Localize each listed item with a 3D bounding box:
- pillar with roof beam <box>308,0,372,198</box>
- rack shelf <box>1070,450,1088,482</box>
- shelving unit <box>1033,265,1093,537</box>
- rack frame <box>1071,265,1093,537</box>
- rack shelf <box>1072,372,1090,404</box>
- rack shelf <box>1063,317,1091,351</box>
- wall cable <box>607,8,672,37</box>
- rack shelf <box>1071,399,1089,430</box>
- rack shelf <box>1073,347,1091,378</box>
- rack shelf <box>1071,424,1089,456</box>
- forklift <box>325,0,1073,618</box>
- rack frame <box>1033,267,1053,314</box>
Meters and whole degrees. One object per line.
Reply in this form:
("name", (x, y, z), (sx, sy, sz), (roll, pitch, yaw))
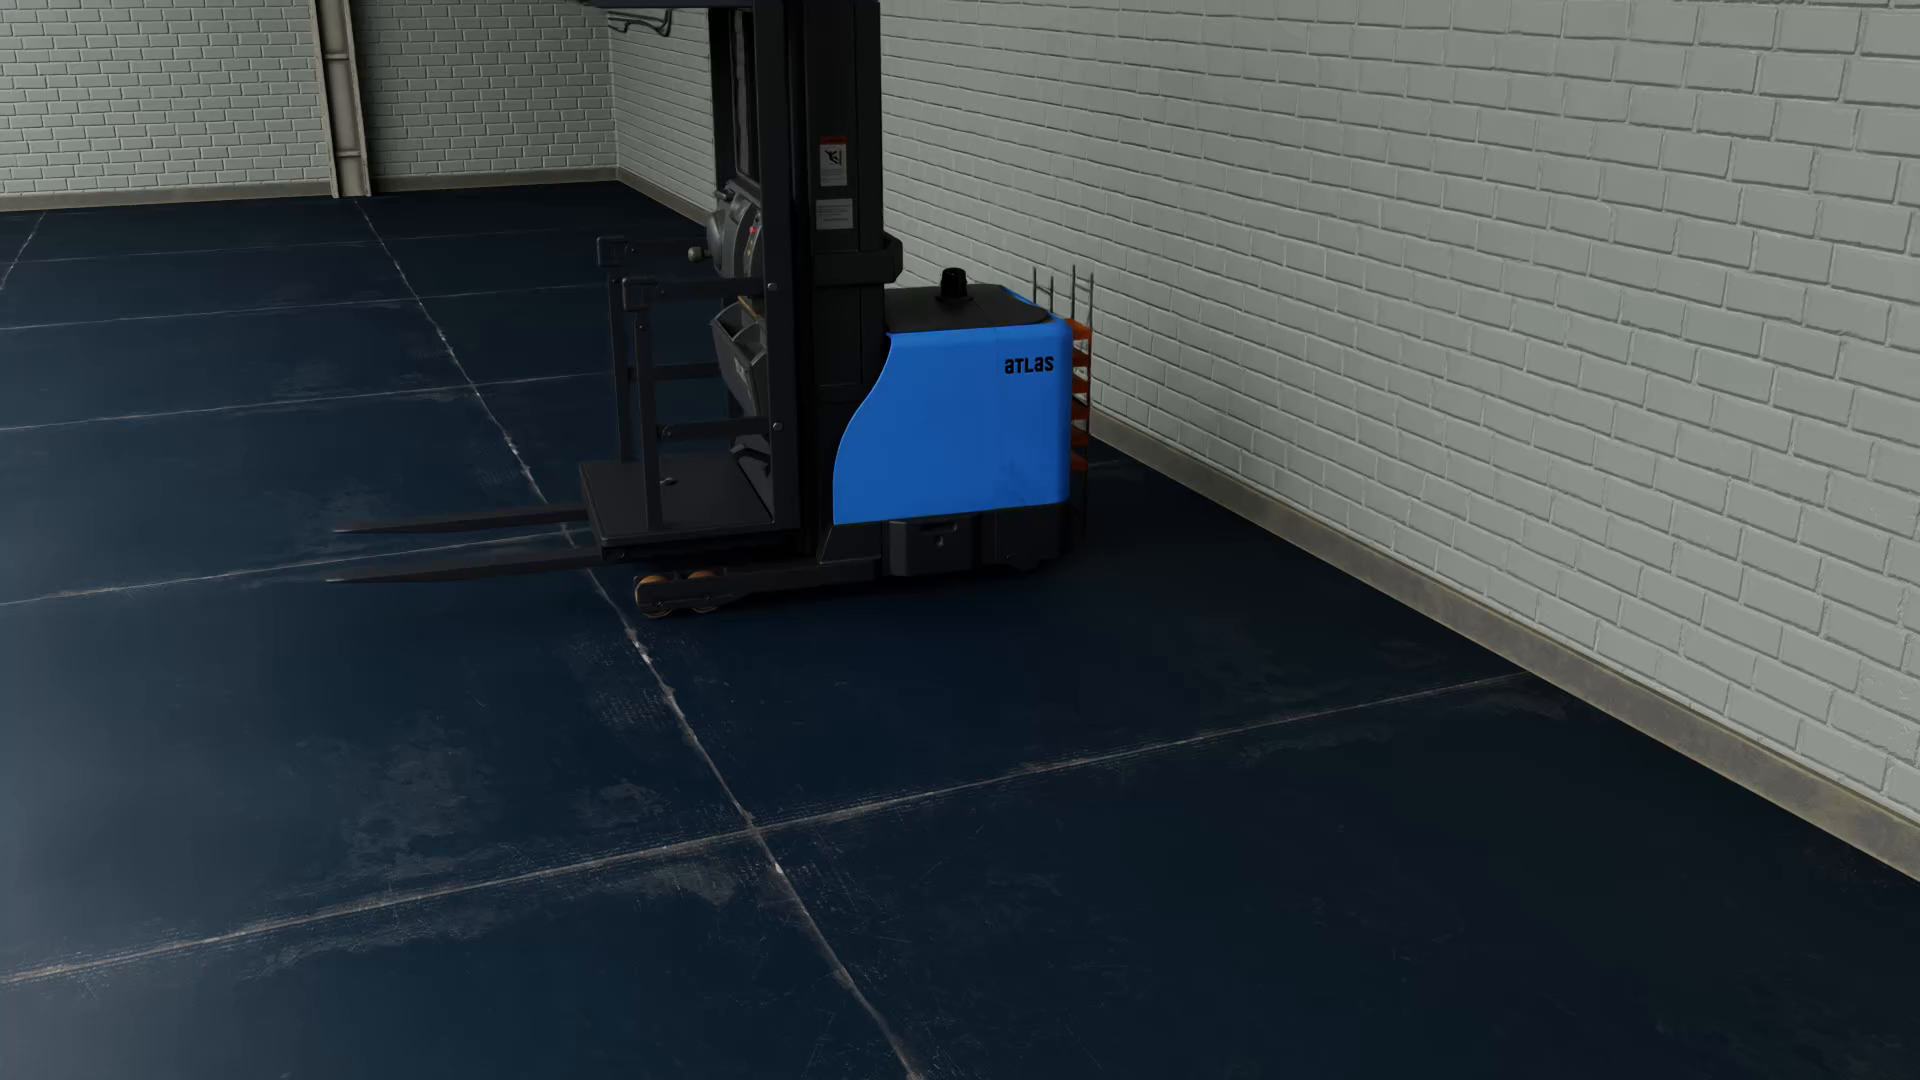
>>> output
("pillar with roof beam", (-4.987, -6.726, 13.075), (0.400, 9.000, 9.100), (-8, 21, -22))
("rack shelf", (0.449, -0.341, 7.540), (0.180, 0.103, 0.258), (-6, 20, -16))
("shelving unit", (0.449, -0.609, 7.445), (0.189, 1.200, 0.258), (-6, 20, -16))
("rack frame", (0.537, -0.618, 7.470), (0.006, 1.200, 0.240), (-6, 20, -16))
("rack shelf", (0.449, -0.680, 7.420), (0.180, 0.103, 0.258), (-6, 20, -16))
("rack shelf", (0.449, -0.907, 7.340), (0.180, 0.103, 0.258), (-6, 20, -16))
("wall cable", (-3.464, -6.559, 17.275), (0.112, 2.526, 3.097), (-8, 21, -22))
("rack shelf", (0.449, -0.567, 7.460), (0.180, 0.103, 0.258), (-6, 20, -16))
("rack shelf", (0.449, -0.793, 7.380), (0.180, 0.103, 0.258), (-6, 20, -16))
("rack shelf", (0.449, -0.454, 7.500), (0.180, 0.103, 0.258), (-6, 20, -16))
("forklift", (-1.094, -1.267, 6.708), (3.031, 2.935, 1.130), (-6, 20, -16))
("rack frame", (0.362, -0.600, 7.420), (0.006, 1.200, 0.240), (-6, 20, -16))
